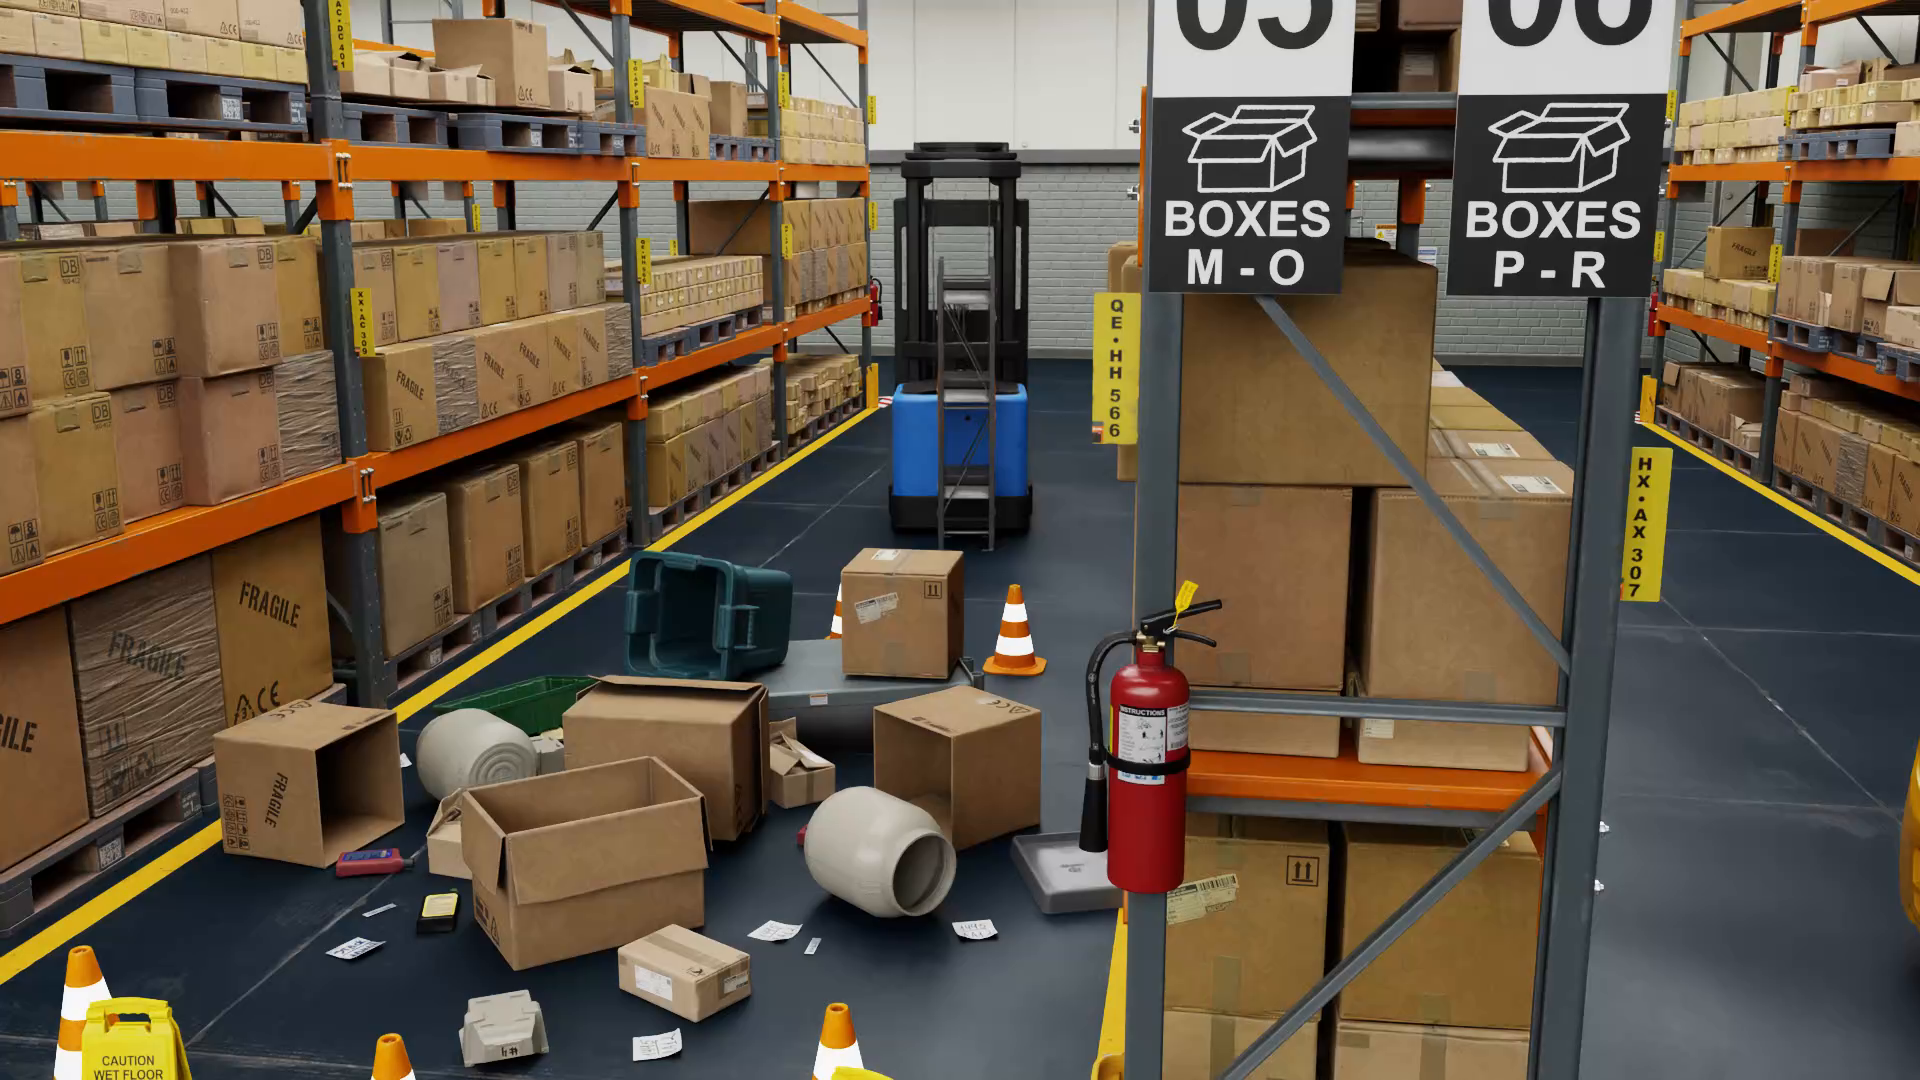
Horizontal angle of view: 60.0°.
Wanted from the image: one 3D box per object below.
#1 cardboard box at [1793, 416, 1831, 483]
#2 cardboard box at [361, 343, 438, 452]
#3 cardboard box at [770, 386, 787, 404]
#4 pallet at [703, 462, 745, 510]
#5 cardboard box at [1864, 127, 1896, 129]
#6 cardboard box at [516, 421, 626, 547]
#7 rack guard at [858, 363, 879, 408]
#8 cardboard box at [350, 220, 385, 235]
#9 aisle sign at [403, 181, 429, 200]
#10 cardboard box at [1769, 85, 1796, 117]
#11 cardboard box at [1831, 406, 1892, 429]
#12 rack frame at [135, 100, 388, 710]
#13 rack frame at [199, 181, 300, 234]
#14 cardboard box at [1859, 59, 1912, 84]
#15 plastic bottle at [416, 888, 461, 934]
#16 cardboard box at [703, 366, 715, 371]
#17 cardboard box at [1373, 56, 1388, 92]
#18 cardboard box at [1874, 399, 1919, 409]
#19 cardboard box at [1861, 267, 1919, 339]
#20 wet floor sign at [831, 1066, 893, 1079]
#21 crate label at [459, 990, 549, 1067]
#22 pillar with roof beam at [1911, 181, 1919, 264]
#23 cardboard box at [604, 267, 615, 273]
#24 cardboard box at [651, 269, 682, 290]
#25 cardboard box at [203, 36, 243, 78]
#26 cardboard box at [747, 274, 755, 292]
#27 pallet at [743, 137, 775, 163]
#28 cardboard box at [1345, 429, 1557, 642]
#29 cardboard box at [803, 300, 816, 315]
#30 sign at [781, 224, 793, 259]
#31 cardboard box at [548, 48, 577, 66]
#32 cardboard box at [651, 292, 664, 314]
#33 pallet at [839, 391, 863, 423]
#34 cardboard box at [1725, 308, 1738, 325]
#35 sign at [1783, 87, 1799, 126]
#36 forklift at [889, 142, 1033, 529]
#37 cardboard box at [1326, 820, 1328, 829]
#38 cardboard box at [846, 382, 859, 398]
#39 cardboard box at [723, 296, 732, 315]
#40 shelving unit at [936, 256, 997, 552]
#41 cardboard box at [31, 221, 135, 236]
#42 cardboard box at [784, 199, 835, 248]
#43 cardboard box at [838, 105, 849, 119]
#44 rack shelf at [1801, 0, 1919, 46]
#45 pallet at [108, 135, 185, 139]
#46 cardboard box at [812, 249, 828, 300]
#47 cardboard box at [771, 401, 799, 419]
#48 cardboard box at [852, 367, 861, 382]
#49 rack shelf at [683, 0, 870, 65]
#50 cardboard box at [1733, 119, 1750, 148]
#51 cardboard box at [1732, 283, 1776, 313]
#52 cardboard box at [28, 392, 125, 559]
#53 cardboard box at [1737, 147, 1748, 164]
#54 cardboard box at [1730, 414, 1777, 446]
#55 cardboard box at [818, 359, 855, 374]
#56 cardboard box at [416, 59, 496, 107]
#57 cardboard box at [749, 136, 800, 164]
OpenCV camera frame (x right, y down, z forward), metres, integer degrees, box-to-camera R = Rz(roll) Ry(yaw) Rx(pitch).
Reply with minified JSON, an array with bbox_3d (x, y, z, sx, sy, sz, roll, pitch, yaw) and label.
[{"bbox_3d":[7.264,-0.743,13.756,0.500,0.500,0.500,2,12,8],"label":"cardboard box"},{"bbox_3d":[-3.063,-0.747,8.604,0.500,0.500,0.500,2,12,9],"label":"cardboard box"},{"bbox_3d":[-1.922,-1.431,16.370,0.380,0.149,0.250,2,12,11],"label":"cardboard box"},{"bbox_3d":[-2.483,-0.483,14.235,1.003,0.211,1.213,2,12,9],"label":"pallet"},{"bbox_3d":[7.642,-3.444,13.595,0.380,0.149,0.250,2,12,10],"label":"cardboard box"},{"bbox_3d":[-2.977,-0.412,11.629,1.050,0.750,0.750,2,12,8],"label":"cardboard box"},{"bbox_3d":[-1.576,-1.858,19.929,1.175,0.500,0.348,2,12,9],"label":"rack guard"},{"bbox_3d":[-6.941,-3.413,19.080,0.500,0.500,0.500,2,12,7],"label":"cardboard box"},{"bbox_3d":[-6.735,-4.573,20.423,0.394,0.787,0.004,2,12,9],"label":"aisle sign"},{"bbox_3d":[7.472,-3.859,14.625,0.500,0.250,0.500,2,12,9],"label":"cardboard box"},{"bbox_3d":[7.216,-0.976,13.299,0.380,0.149,0.250,2,12,9],"label":"cardboard box"},{"bbox_3d":[-3.410,-0.598,8.147,1.000,3.000,0.127,2,12,9],"label":"rack frame"},{"bbox_3d":[-7.065,-2.445,16.718,1.000,3.000,0.127,2,12,9],"label":"rack frame"},{"bbox_3d":[7.653,-3.843,13.760,0.396,0.266,0.258,2,12,8],"label":"cardboard box"},{"bbox_3d":[-1.903,1.350,6.085,0.133,0.061,0.283,-2,12,-11],"label":"plastic bottle"},{"bbox_3d":[-2.554,-1.468,15.341,0.500,0.250,0.500,1,12,6],"label":"cardboard box"},{"bbox_3d":[1.294,-1.192,4.380,0.380,0.149,0.250,2,12,8],"label":"cardboard box"},{"bbox_3d":[7.797,-1.072,13.747,0.380,0.149,0.250,2,12,9],"label":"cardboard box"},{"bbox_3d":[7.086,-1.733,12.171,0.797,0.503,0.637,2,12,7],"label":"cardboard box"},{"bbox_3d":[-0.205,1.530,3.863,0.267,0.644,0.232,7,14,28],"label":"wet floor sign"},{"bbox_3d":[-1.416,1.511,5.155,0.250,0.136,0.298,-5,13,-21],"label":"crate label"},{"bbox_3d":[4.377,-5.152,15.038,9.100,9.000,0.400,2,12,9],"label":"pillar with roof beam"},{"bbox_3d":[-3.011,-2.133,13.459,0.380,0.149,0.250,2,12,9],"label":"cardboard box"},{"bbox_3d":[-2.410,-2.056,13.100,0.380,0.149,0.250,1,12,6],"label":"cardboard box"},{"bbox_3d":[-3.226,-2.003,6.910,0.380,0.149,0.250,2,12,10],"label":"cardboard box"},{"bbox_3d":[-2.085,-2.347,15.157,0.380,0.149,0.250,2,12,9],"label":"cardboard box"},{"bbox_3d":[-2.379,-3.513,14.998,1.213,0.211,1.003,2,12,9],"label":"pallet"},{"bbox_3d":[1.305,-0.018,4.512,0.500,0.500,0.500,2,12,10],"label":"cardboard box"},{"bbox_3d":[-1.706,-2.409,17.147,0.380,0.149,0.250,2,12,10],"label":"cardboard box"},{"bbox_3d":[-1.630,-2.812,15.673,0.100,0.325,0.005,2,12,9],"label":"sign"},{"bbox_3d":[-2.989,-3.413,12.034,0.396,0.266,0.258,2,12,9],"label":"cardboard box"},{"bbox_3d":[-2.482,-1.809,12.661,0.380,0.149,0.250,2,12,11],"label":"cardboard box"},{"bbox_3d":[-1.736,-1.549,19.180,1.003,0.211,1.213,2,12,9],"label":"pallet"},{"bbox_3d":[7.545,-2.133,15.868,0.380,0.149,0.250,2,12,8],"label":"cardboard box"},{"bbox_3d":[7.095,-3.699,14.189,0.100,0.325,0.005,2,12,9],"label":"sign"},{"bbox_3d":[0.013,-1.775,13.771,1.130,2.935,3.031,0,12,0],"label":"forklift"},{"bbox_3d":[1.358,0.874,5.070,0.500,0.500,0.500,1,12,7],"label":"cardboard box"},{"bbox_3d":[-1.378,-1.734,19.191,0.380,0.149,0.250,2,12,10],"label":"cardboard box"},{"bbox_3d":[-2.200,-2.040,14.441,0.380,0.149,0.250,1,12,6],"label":"cardboard box"},{"bbox_3d":[0.048,-0.993,12.118,0.431,2.100,0.503,0,12,0],"label":"shelving unit"},{"bbox_3d":[-7.448,-2.439,14.071,0.797,0.503,0.637,2,12,10],"label":"cardboard box"},{"bbox_3d":[-1.616,-3.351,17.608,0.500,0.500,0.500,1,12,7],"label":"cardboard box"},{"bbox_3d":[-1.432,-4.689,18.235,0.380,0.149,0.250,2,12,10],"label":"cardboard box"},{"bbox_3d":[7.325,-3.933,12.040,1.077,0.370,4.000,2,12,9],"label":"rack shelf"},{"bbox_3d":[-7.464,-3.355,14.269,1.003,0.211,1.213,2,12,11],"label":"pallet"},{"bbox_3d":[-1.672,-2.759,17.234,0.500,0.500,0.500,2,12,7],"label":"cardboard box"},{"bbox_3d":[-1.807,-1.285,16.402,0.380,0.149,0.250,2,12,11],"label":"cardboard box"},{"bbox_3d":[-1.363,-1.934,19.411,0.380,0.149,0.250,2,12,7],"label":"cardboard box"},{"bbox_3d":[-1.872,-5.259,17.251,1.077,0.370,4.000,2,12,9],"label":"rack shelf"},{"bbox_3d":[7.619,-3.826,15.655,0.500,0.250,0.500,2,12,10],"label":"cardboard box"},{"bbox_3d":[7.532,-2.255,15.485,0.500,0.250,0.500,2,12,9],"label":"cardboard box"},{"bbox_3d":[-3.699,-0.257,6.208,0.875,0.550,0.500,2,12,9],"label":"cardboard box"},{"bbox_3d":[7.632,-3.657,15.817,0.380,0.149,0.250,2,12,9],"label":"cardboard box"},{"bbox_3d":[7.483,-1.032,15.657,0.396,0.266,0.258,2,12,11],"label":"cardboard box"},{"bbox_3d":[-1.405,-1.971,18.879,0.380,0.149,0.250,2,12,7],"label":"cardboard box"},{"bbox_3d":[-2.912,-2.635,9.566,0.396,0.266,0.258,2,12,9],"label":"cardboard box"},{"bbox_3d":[-1.847,-3.744,15.982,0.500,0.250,0.500,3,12,12],"label":"cardboard box"}]
